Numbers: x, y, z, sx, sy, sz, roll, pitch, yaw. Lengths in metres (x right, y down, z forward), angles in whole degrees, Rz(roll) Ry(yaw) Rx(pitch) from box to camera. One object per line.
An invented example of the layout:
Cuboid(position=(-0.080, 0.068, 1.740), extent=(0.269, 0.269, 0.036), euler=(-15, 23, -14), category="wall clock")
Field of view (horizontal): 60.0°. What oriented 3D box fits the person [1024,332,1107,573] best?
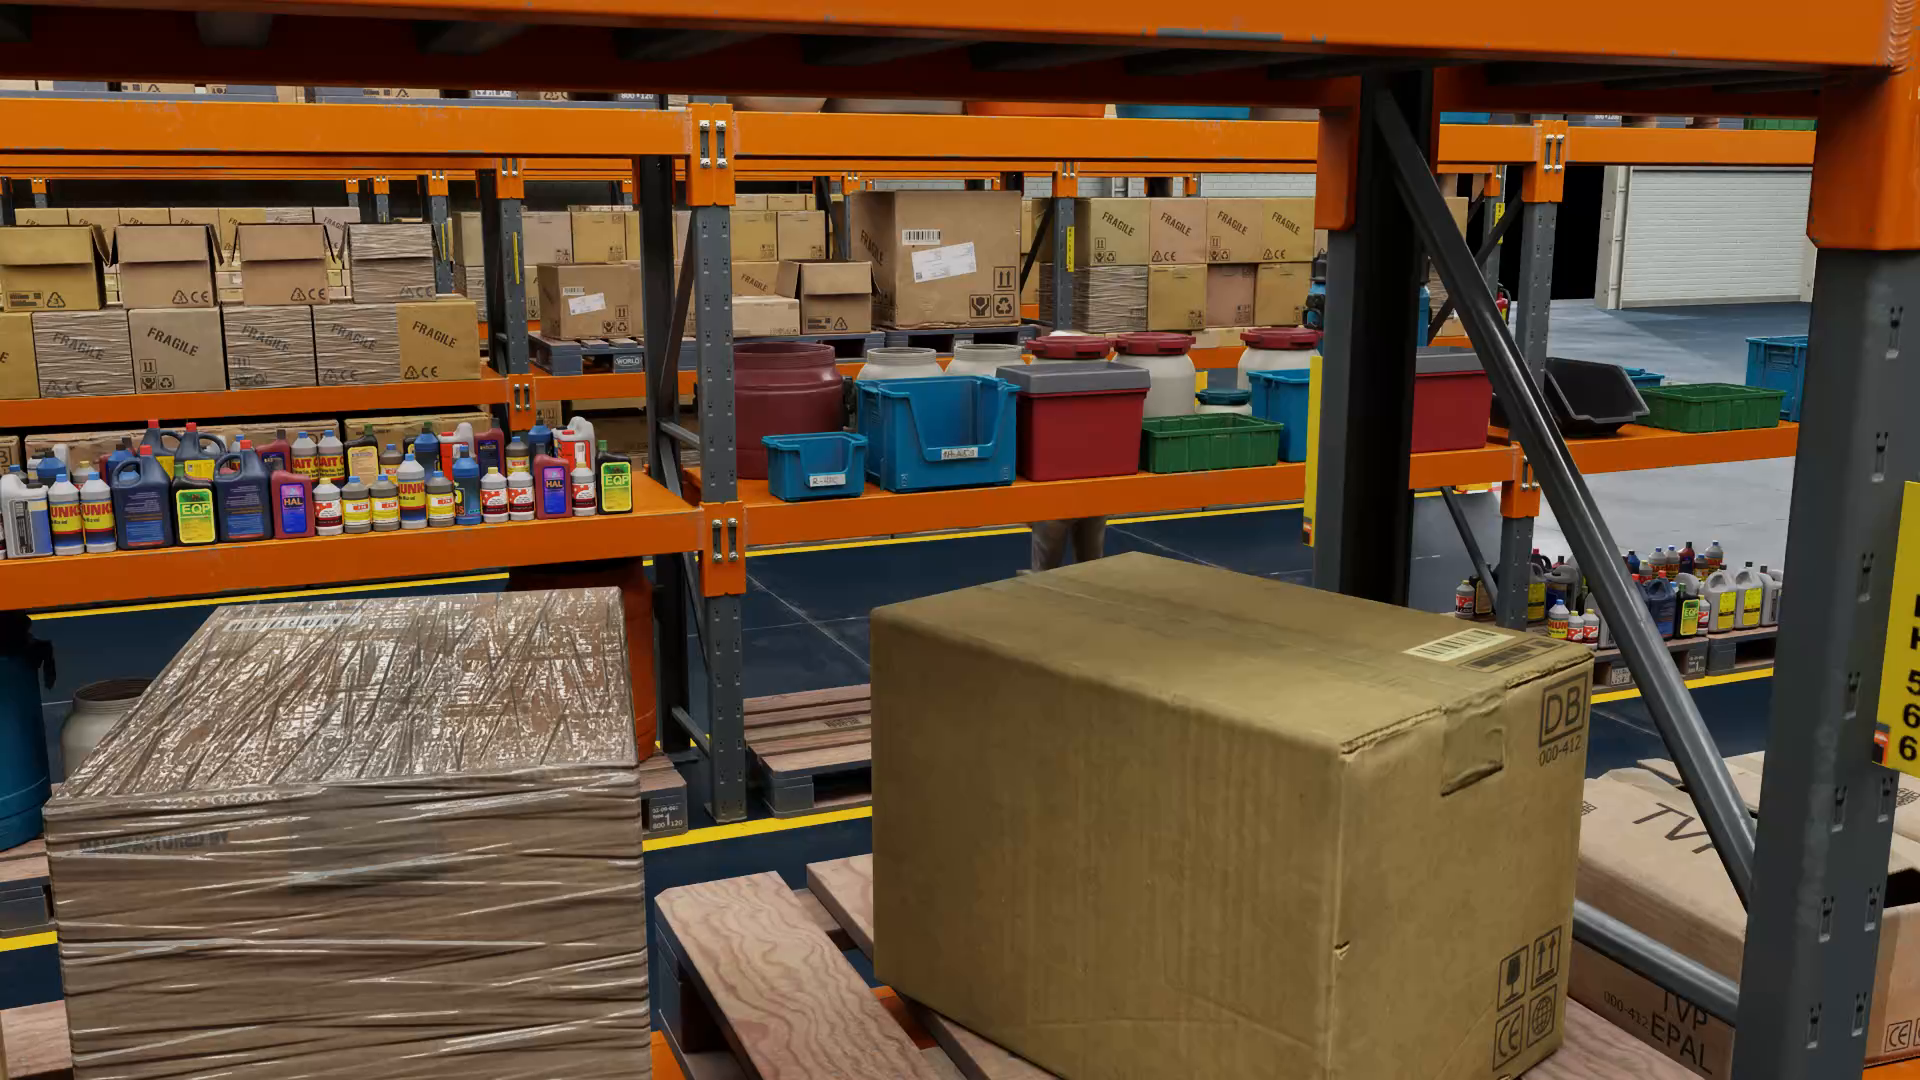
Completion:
Cuboid(position=(0.585, -0.237, 9.022), extent=(0.582, 1.769, 0.464), euler=(-6, 13, -26), category="person")
